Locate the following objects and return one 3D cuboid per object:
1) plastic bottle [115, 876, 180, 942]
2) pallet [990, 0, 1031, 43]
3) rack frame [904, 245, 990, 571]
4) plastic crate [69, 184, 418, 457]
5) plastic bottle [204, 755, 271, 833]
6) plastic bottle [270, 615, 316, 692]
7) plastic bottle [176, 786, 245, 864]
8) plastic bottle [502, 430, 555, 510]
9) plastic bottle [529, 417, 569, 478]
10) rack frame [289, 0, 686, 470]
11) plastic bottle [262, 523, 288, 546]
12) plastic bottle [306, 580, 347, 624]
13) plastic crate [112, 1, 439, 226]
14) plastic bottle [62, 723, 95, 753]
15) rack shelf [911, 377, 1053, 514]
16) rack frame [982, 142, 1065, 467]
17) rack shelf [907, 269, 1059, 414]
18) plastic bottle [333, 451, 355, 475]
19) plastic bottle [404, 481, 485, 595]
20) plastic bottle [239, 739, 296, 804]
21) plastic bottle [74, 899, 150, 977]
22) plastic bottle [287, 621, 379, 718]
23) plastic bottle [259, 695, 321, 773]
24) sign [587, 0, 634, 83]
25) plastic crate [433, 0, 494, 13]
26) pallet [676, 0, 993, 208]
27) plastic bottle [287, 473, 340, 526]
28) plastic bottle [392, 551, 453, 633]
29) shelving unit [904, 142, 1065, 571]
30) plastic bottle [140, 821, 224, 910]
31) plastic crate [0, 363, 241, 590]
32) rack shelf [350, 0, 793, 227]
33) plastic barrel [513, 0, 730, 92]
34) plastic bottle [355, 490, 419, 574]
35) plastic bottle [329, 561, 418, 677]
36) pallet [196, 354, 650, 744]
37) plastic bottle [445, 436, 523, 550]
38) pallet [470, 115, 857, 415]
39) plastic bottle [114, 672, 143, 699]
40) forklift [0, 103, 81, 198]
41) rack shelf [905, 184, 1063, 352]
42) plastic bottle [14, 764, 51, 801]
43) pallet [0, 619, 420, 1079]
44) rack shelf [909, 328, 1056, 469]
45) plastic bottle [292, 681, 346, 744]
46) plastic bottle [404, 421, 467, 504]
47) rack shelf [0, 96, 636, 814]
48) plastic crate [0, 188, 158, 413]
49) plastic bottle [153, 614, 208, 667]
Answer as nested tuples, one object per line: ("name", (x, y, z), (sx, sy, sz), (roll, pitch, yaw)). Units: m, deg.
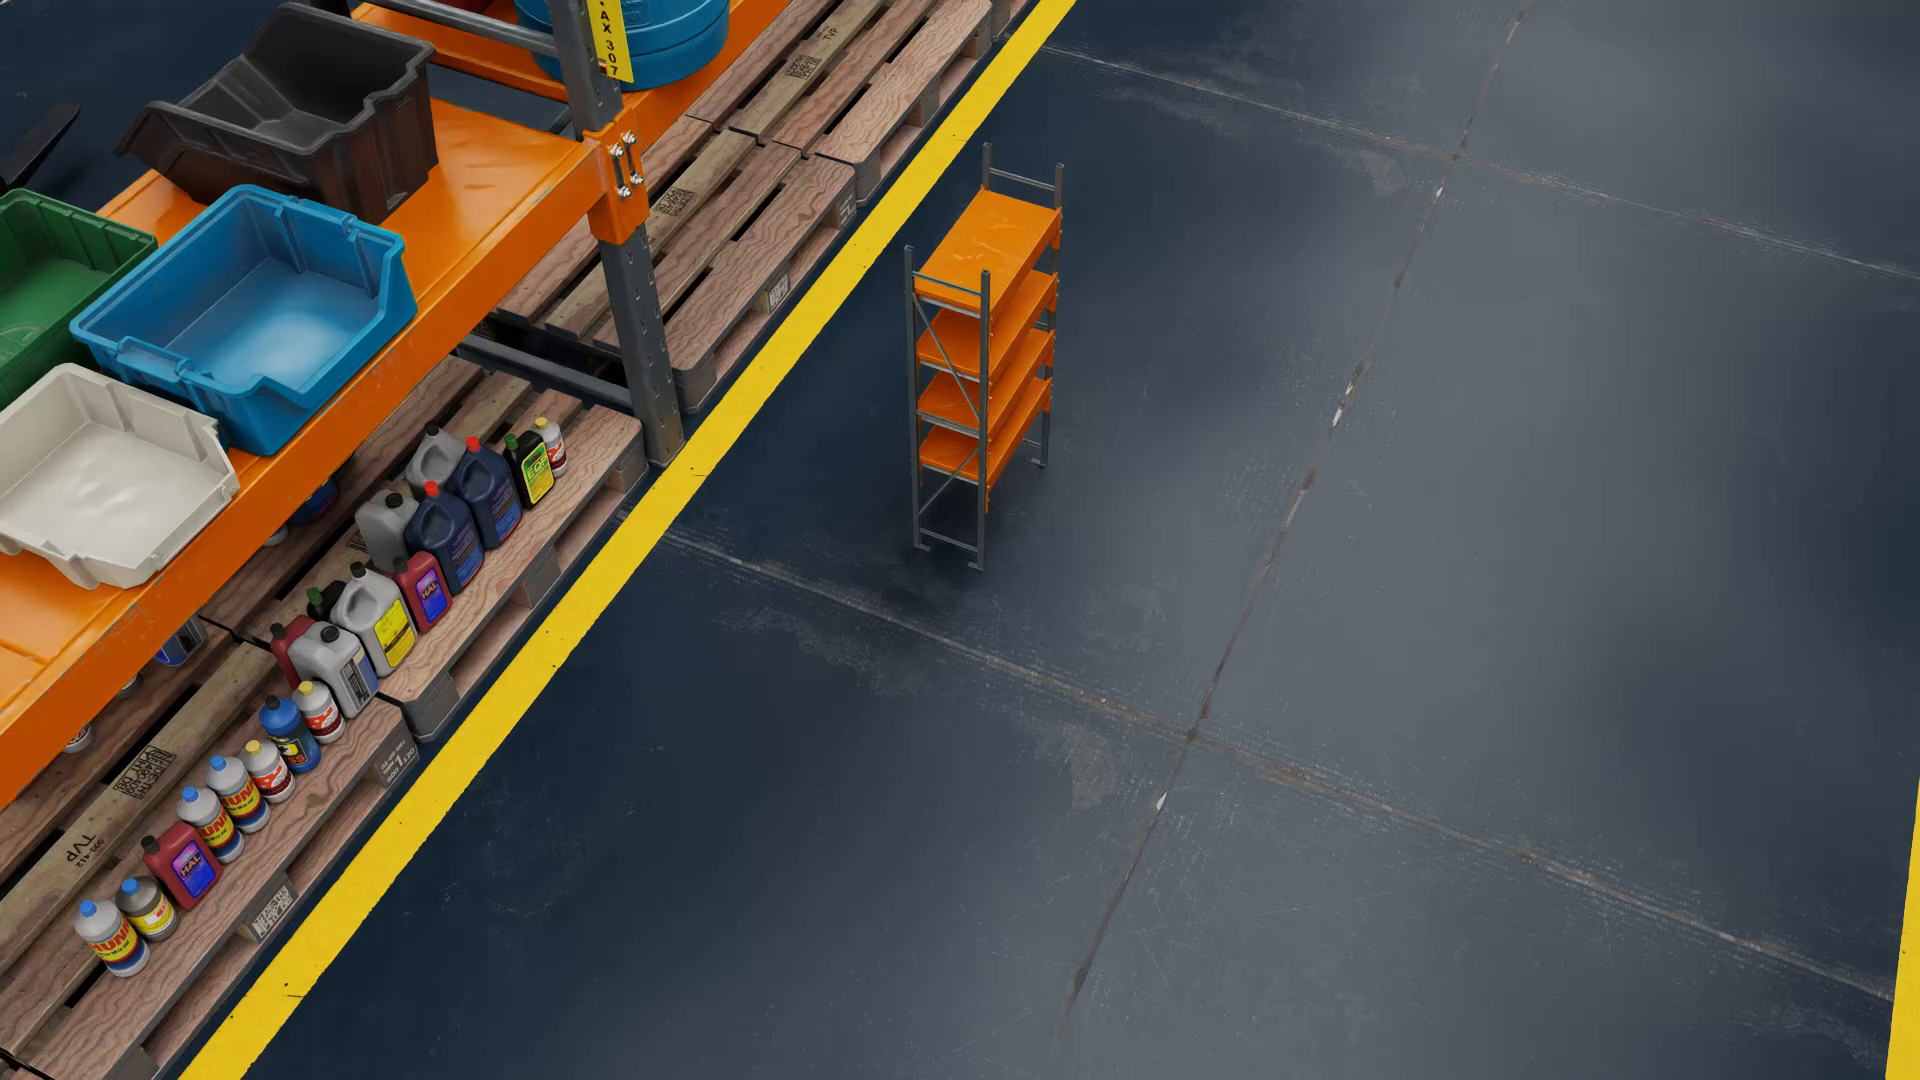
("plastic bottle", (-1.995, 0.893, 4.069), (0.097, 0.201, 0.097), (0, 50, 0))
("pallet", (-0.044, -2.737, 7.441), (1.003, 0.211, 1.213), (20, 52, 16))
("rack frame", (-0.034, -0.335, 4.747), (0.240, 1.200, 0.015), (20, 52, 16))
("plastic crate", (-1.614, -0.509, 3.811), (0.499, 0.251, 0.616), (20, 52, 16))
("plastic bottle", (-1.850, 0.636, 4.241), (0.097, 0.271, 0.097), (0, 50, 0))
("plastic bottle", (-1.791, 0.298, 4.521), (0.061, 0.283, 0.133), (20, 52, 16))
("plastic bottle", (-1.893, 0.705, 4.183), (0.097, 0.271, 0.097), (0, 50, 0))
("plastic bottle", (-1.294, -0.231, 4.972), (0.061, 0.283, 0.133), (22, 53, 18))
("plastic bottle", (-1.260, -0.292, 5.077), (0.097, 0.201, 0.097), (0, 50, 0))
("rack frame", (-1.387, -1.408, 4.478), (1.000, 3.000, 0.127), (20, 52, 16))
("plastic bottle", (-2.060, -0.106, 4.873), (0.097, 0.271, 0.097), (0, 50, 0))
("plastic bottle", (-1.725, 0.206, 4.600), (0.061, 0.283, 0.133), (20, 52, 16))
("plastic crate", (-1.726, -1.068, 4.230), (0.767, 0.338, 0.504), (20, 52, 16))
("plastic bottle", (-2.395, 0.471, 4.428), (0.097, 0.201, 0.097), (0, 50, 0))
("rack shelf", (0.071, -0.331, 5.092), (0.258, 0.148, 0.480), (20, 52, 16))
("rack frame", (0.175, -0.671, 5.033), (0.240, 1.200, 0.015), (20, 52, 16))
("rack shelf", (0.071, -0.604, 4.771), (0.258, 0.148, 0.480), (20, 52, 16))
("plastic bottle", (-1.936, -0.327, 5.054), (0.061, 0.283, 0.133), (20, 52, 16))
("plastic bottle", (-1.484, -0.022, 4.750), (0.144, 0.351, 0.185), (17, 52, 14))
("plastic bottle", (-1.808, 0.591, 4.326), (0.097, 0.201, 0.097), (0, 50, 0))
("plastic bottle", (-2.040, 0.941, 3.982), (0.097, 0.271, 0.097), (0, 50, 0))
("plastic bottle", (-1.695, 0.335, 4.495), (0.152, 0.276, 0.135), (21, 53, 17))
("plastic bottle", (-1.764, 0.497, 4.360), (0.097, 0.271, 0.097), (0, 50, 0))
("sign", (-0.894, -1.311, 4.214), (0.100, 0.325, 0.005), (20, 52, 16))
("plastic crate", (-1.457, -1.861, 4.822), (0.402, 0.464, 0.583), (20, 52, 16))
("pallet", (-0.567, -1.900, 6.728), (1.003, 0.211, 1.213), (20, 52, 16))
("plastic bottle", (-1.977, -0.224, 4.921), (0.144, 0.351, 0.185), (20, 52, 16))
("plastic bottle", (-1.515, 0.125, 4.669), (0.061, 0.283, 0.133), (23, 53, 18))
("shelving unit", (0.071, -0.503, 4.890), (0.258, 1.200, 0.503), (20, 52, 16))
("plastic bottle", (-1.926, 0.788, 4.105), (0.061, 0.283, 0.133), (21, 53, 17))
("plastic crate", (-1.852, -0.122, 3.557), (0.530, 0.136, 0.437), (20, 52, 16))
("rack shelf", (-0.533, -2.552, 5.924), (1.077, 0.370, 4.000), (20, 52, 16))
("plastic barrel", (-0.948, -1.737, 4.430), (0.600, 0.901, 0.708), (20, 52, 16))
("plastic bottle", (-1.628, -0.029, 4.805), (0.152, 0.276, 0.135), (20, 52, 16))
("plastic bottle", (-1.622, 0.200, 4.561), (0.144, 0.351, 0.185), (19, 52, 16))
("pallet", (-1.712, -0.055, 5.158), (1.003, 0.211, 1.213), (20, 52, 16))
("plastic bottle", (-1.402, -0.154, 4.862), (0.144, 0.351, 0.185), (19, 52, 15))
("pallet", (-1.087, -1.057, 6.011), (1.003, 0.211, 1.213), (20, 52, 16))
("plastic bottle", (-2.321, 0.337, 4.542), (0.097, 0.201, 0.097), (0, 50, 0))
("forklift", (-3.419, -1.302, 4.433), (1.130, 2.935, 3.031), (9, 50, 8))
("rack shelf", (0.071, -0.757, 4.591), (0.258, 0.148, 0.480), (20, 52, 16))
("plastic bottle", (-2.479, 0.547, 4.310), (0.061, 0.283, 0.133), (20, 52, 16))
("pallet", (-2.232, 0.788, 4.441), (1.003, 0.211, 1.213), (20, 52, 16))
("rack shelf", (0.071, -0.459, 4.941), (0.258, 0.148, 0.480), (20, 52, 16))
("plastic bottle", (-1.720, 0.449, 4.447), (0.097, 0.201, 0.097), (0, 50, 0))
("plastic bottle", (-1.532, -0.201, 4.902), (0.144, 0.351, 0.185), (20, 52, 16))
("rack shelf", (-2.241, 0.203, 3.580), (1.077, 0.370, 4.000), (20, 52, 16))
("plastic crate", (-2.222, -0.496, 3.842), (0.450, 0.188, 0.662), (20, 52, 16))
("plastic bottle", (-2.225, 0.207, 4.604), (0.152, 0.276, 0.135), (20, 52, 16))
